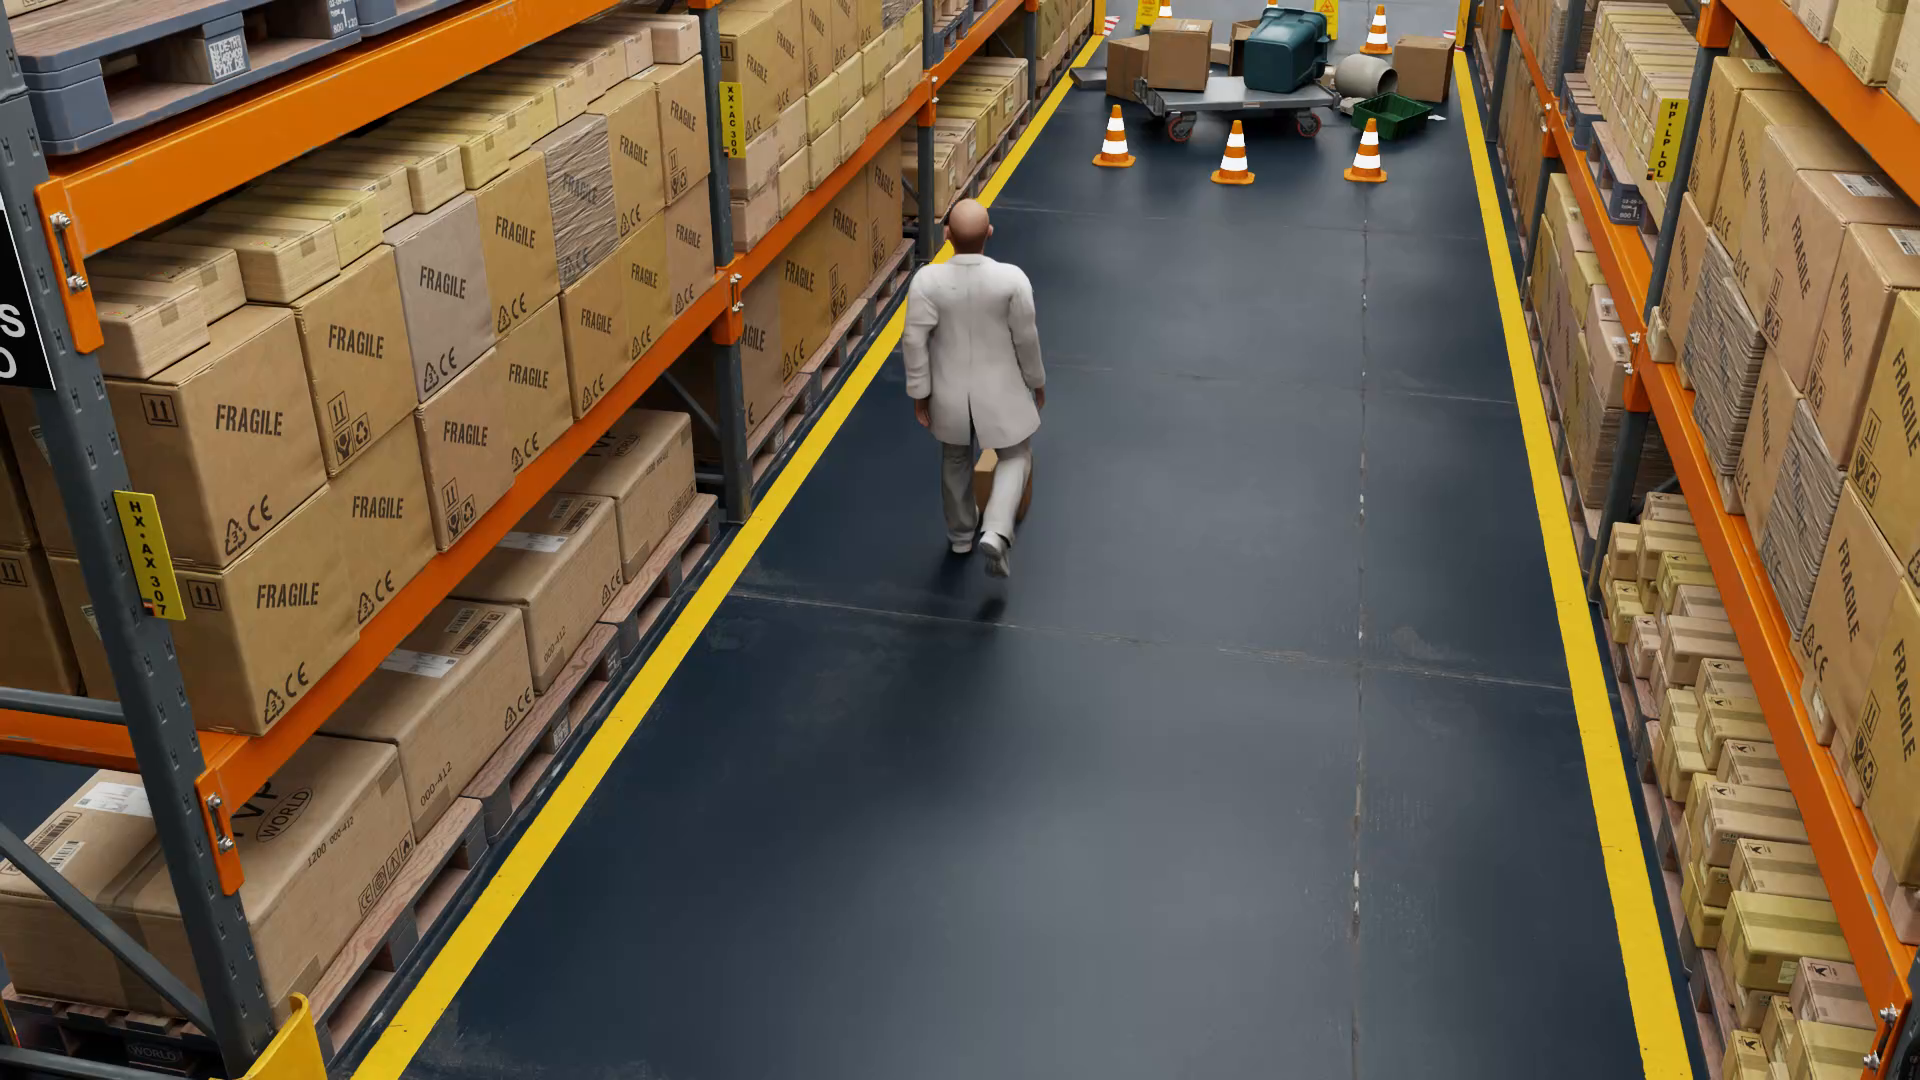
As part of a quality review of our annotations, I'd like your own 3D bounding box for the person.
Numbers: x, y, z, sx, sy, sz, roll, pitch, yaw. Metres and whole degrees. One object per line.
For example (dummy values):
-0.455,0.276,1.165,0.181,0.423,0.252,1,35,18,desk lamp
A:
0.074,-0.675,7.357,0.607,1.762,0.846,5,29,9,person
